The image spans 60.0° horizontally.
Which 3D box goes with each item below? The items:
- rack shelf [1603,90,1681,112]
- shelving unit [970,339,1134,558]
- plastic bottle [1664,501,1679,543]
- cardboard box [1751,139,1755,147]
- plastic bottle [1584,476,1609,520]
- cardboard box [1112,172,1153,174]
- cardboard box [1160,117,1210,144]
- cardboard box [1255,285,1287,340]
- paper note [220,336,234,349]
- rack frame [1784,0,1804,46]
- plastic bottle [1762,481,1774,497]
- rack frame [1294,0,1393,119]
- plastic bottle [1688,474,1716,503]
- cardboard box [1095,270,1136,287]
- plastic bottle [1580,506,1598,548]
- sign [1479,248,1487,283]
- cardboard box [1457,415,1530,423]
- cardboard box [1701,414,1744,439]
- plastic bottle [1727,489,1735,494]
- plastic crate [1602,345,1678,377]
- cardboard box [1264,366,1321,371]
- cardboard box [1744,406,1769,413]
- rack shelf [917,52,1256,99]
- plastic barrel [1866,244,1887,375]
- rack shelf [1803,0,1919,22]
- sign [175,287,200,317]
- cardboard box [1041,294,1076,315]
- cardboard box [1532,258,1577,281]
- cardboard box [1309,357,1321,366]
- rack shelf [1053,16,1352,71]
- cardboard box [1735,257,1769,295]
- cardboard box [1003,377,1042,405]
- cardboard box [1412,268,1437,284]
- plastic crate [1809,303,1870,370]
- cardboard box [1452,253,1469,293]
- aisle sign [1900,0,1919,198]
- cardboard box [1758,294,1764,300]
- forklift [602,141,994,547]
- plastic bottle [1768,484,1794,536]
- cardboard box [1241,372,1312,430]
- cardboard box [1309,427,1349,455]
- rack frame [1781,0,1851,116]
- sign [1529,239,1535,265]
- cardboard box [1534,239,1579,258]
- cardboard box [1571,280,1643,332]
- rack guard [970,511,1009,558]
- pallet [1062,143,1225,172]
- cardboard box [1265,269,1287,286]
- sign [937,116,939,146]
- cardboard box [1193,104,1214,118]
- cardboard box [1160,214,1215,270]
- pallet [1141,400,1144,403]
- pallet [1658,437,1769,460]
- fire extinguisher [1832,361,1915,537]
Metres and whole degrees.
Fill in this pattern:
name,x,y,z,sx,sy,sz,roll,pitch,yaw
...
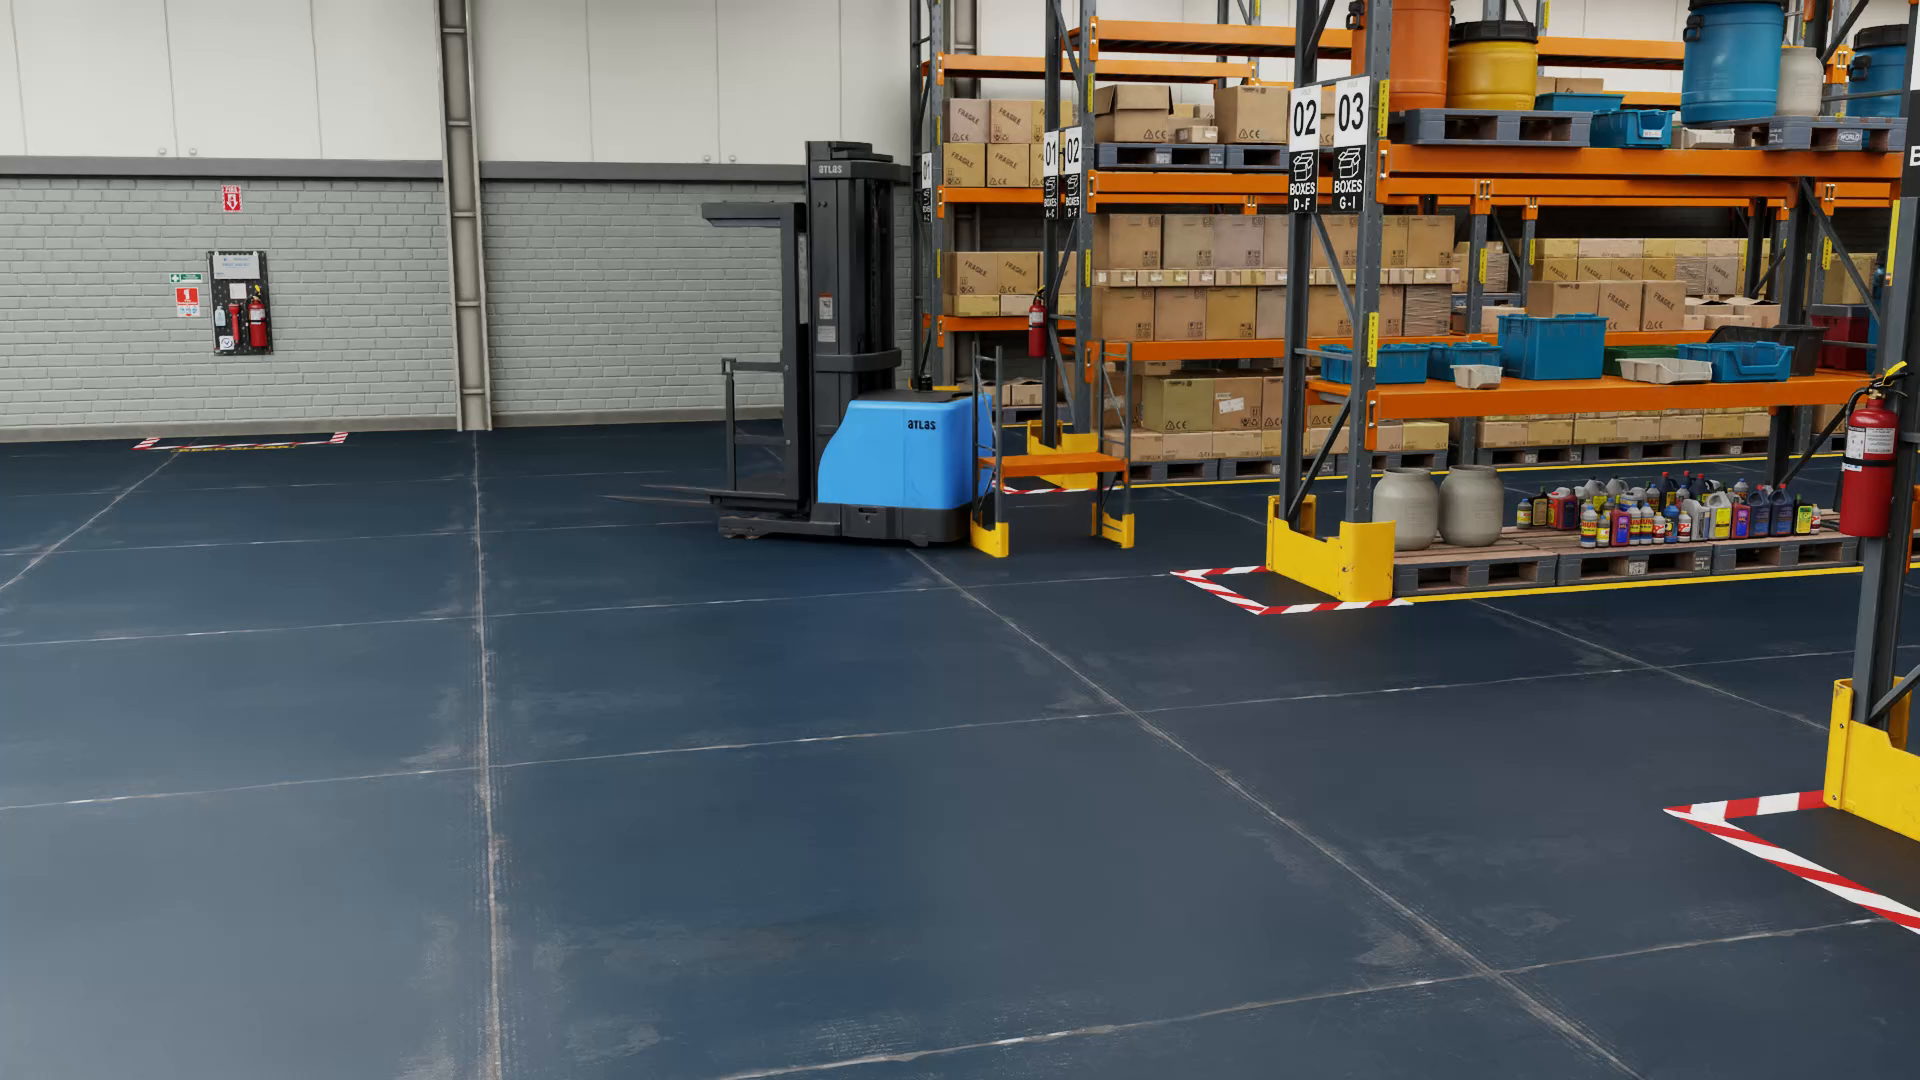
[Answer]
name,x,y,z,sx,sy,sz,roll,pitch,yaw
rack shelf,9.197,-5.808,22.332,4.000,0.370,1.077,-3,11,-16
shelving unit,0.677,-0.694,12.172,1.083,1.500,0.587,-4,11,-20
plastic bottle,4.812,-0.125,11.259,0.097,0.271,0.097,0,10,0
cardboard box,7.747,-3.991,16.913,0.500,0.250,0.500,-3,11,-14
plastic bottle,4.546,-0.287,11.920,0.185,0.351,0.144,-3,11,-14
cardboard box,2.010,-4.512,20.155,0.500,0.500,0.500,-3,11,-18
cardboard box,2.016,-3.822,15.605,0.500,0.250,0.500,-3,11,-16
cardboard box,2.921,-2.190,15.884,0.500,0.500,0.700,-3,11,-14
paper note,-8.307,-2.236,18.838,0.142,0.148,0.016,-3,11,-16
rack frame,11.117,-6.460,22.781,0.127,3.000,1.000,-3,11,-16
plastic bottle,5.627,-0.238,11.657,0.185,0.351,0.144,-3,11,-16
rack frame,2.365,-4.130,10.127,0.127,3.000,1.000,-3,11,-16
plastic bottle,5.355,-0.302,12.004,0.185,0.351,0.144,-3,11,-16
cardboard box,1.421,-2.392,15.185,0.250,0.149,0.380,-3,11,-16
plastic bottle,4.193,-0.092,11.082,0.097,0.271,0.097,0,10,0
sign,4.981,-2.612,15.839,0.005,0.325,0.100,-3,11,-16
cardboard box,5.291,-1.351,16.487,0.500,0.311,0.500,-3,11,-16
cardboard box,7.734,-1.204,17.239,0.500,0.250,0.500,-3,11,-17
plastic bottle,5.679,-0.277,12.282,0.097,0.201,0.097,0,10,0
plastic crate,4.823,-1.258,11.682,0.662,0.188,0.450,-3,11,-16
cardboard box,3.332,-1.447,16.484,0.500,0.500,0.500,-3,11,-16
cardboard box,8.231,-1.507,17.331,0.500,0.311,0.500,-3,11,-14
rack shelf,1.516,-5.598,20.097,4.000,0.370,1.077,-3,11,-16
plastic barrel,6.661,-1.596,11.544,0.708,0.901,0.600,-3,11,-16
rack shelf,4.285,-3.681,10.778,4.000,0.370,1.077,-3,11,-16
sign,-8.678,-2.673,18.684,0.234,0.329,0.001,-3,11,-16
cardboard box,1.138,-2.861,20.162,0.500,0.250,0.500,-3,11,-17
cardboard box,7.815,-3.492,22.078,0.500,0.500,0.500,-3,11,-14
cardboard box,4.620,-2.166,21.719,0.500,0.500,0.700,-3,11,-17
rack shelf,2.904,-4.542,15.456,4.000,0.370,1.077,-3,11,-16
cardboard box,10.745,-3.647,22.921,0.500,0.500,0.500,-3,11,-17
cardboard box,0.833,-1.844,20.491,0.500,0.311,0.500,-2,11,-11
cardboard box,4.385,-2.548,16.037,0.250,0.149,0.380,-3,11,-17
plastic crate,6.585,-1.491,12.186,0.583,0.464,0.402,-3,11,-16
cardboard box,6.299,-3.514,21.858,0.500,0.500,0.700,-4,11,-21
aisle sign,3.606,-1.646,6.024,0.004,0.787,0.394,-3,11,-16
cardboard box,10.872,-3.329,22.984,0.250,0.149,0.380,-3,11,-15
forklift,-1.307,-1.531,12.767,3.031,2.935,1.130,4,11,20
plastic bottle,5.668,-0.213,11.521,0.185,0.351,0.144,-3,11,-17
cardboard box,3.002,-1.328,15.839,0.500,0.500,0.500,-3,11,-16
cardboard box,3.481,-0.985,16.046,0.500,0.250,0.500,-3,11,-16
rack frame,8.665,-5.396,17.004,0.127,3.000,1.000,-3,11,-16
sign,7.438,-3.743,21.617,0.005,0.325,0.100,-3,11,-16
cardboard box,7.812,-3.861,22.008,0.500,0.250,0.500,-3,11,-15
cardboard box,6.553,-2.381,16.917,0.500,0.500,0.500,-3,11,-16
rack guard,0.212,-0.047,12.111,0.087,0.250,0.587,-4,11,-20
pallet,1.670,-3.504,15.255,1.213,0.211,1.003,-3,11,-16
cardboard box,2.897,-2.469,15.607,0.250,0.149,0.380,-3,11,-15
sign,-0.252,-4.713,19.162,0.005,0.325,0.100,-3,11,-16
cardboard box,3.031,-5.058,20.358,0.500,0.500,0.500,-4,11,-21
cardboard box,1.990,-2.780,15.503,0.500,0.500,0.700,-3,11,-17
pallet,2.801,-1.693,21.159,1.213,0.211,1.003,-3,11,-16
pallet,7.864,-1.040,17.611,1.213,0.211,1.003,-3,11,-16
fire extinguisher,3.510,-0.355,6.404,0.183,0.674,0.296,-3,11,-16
